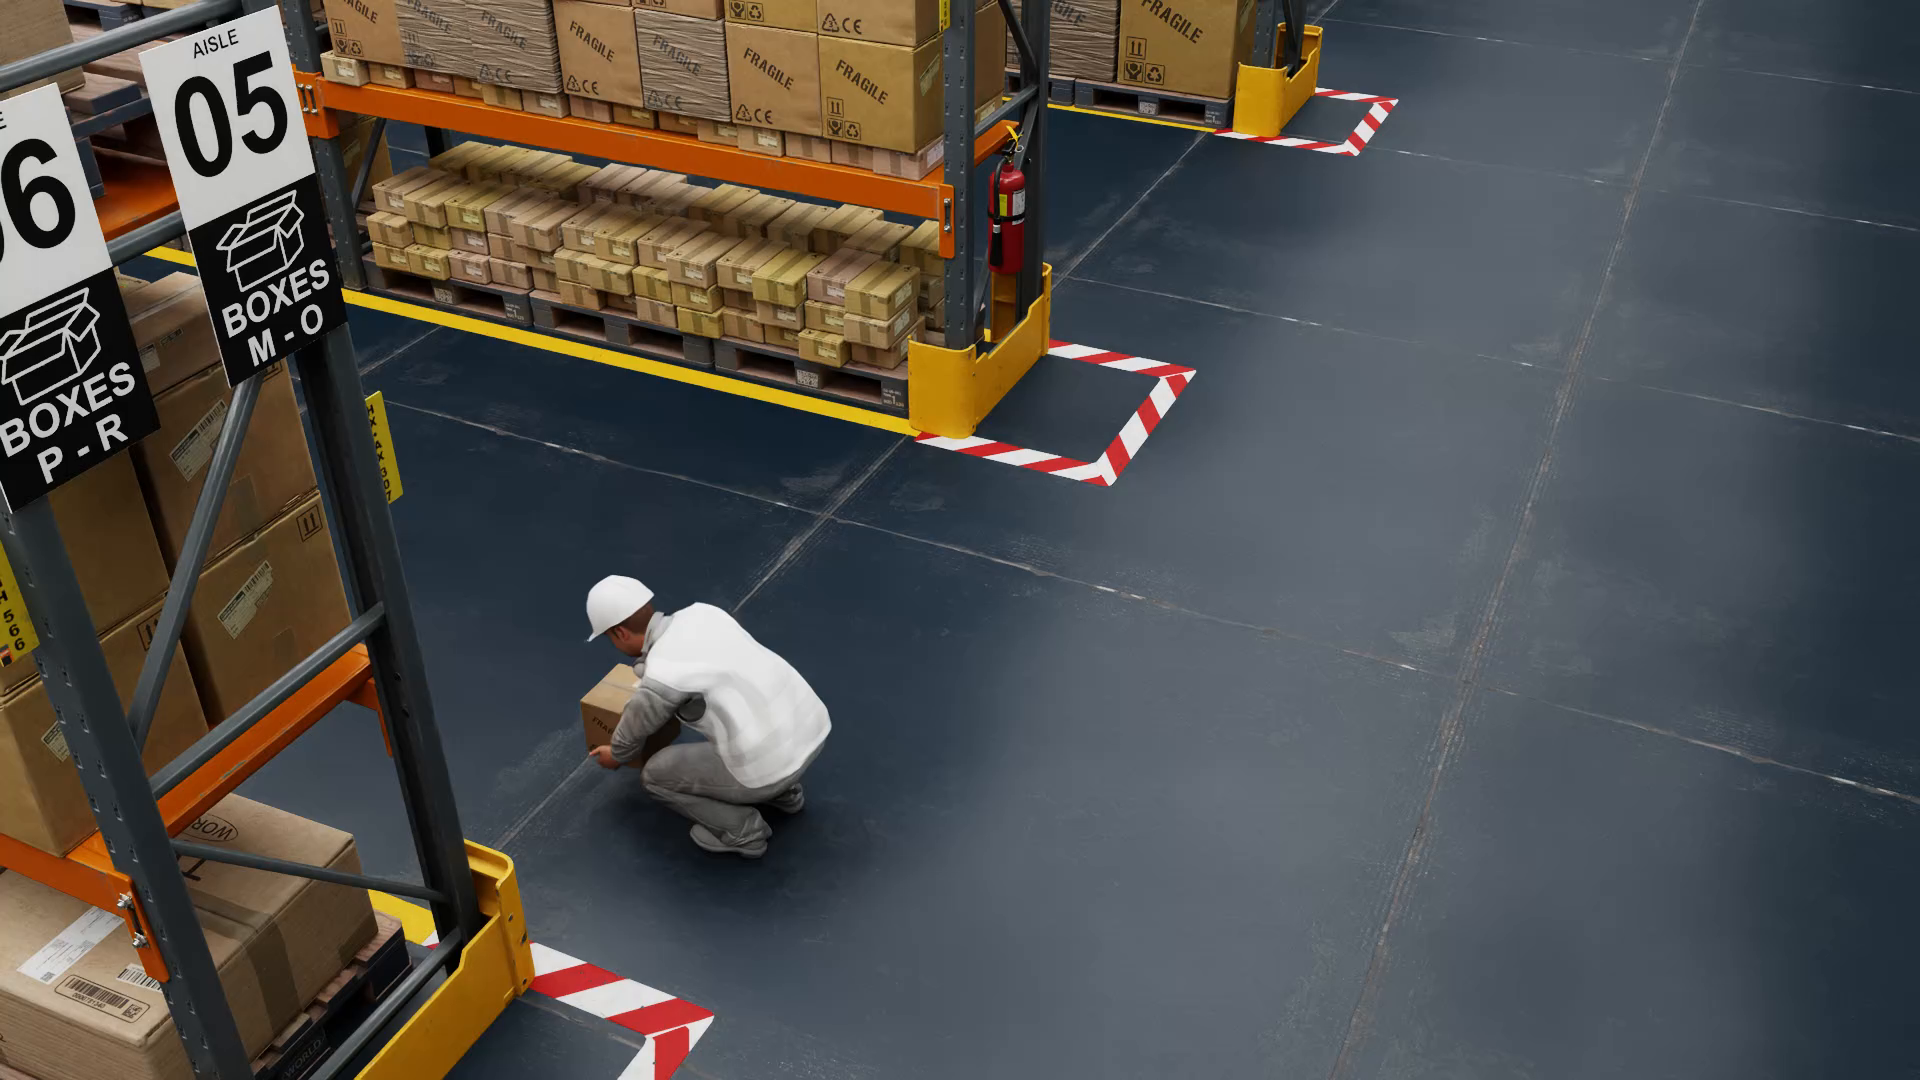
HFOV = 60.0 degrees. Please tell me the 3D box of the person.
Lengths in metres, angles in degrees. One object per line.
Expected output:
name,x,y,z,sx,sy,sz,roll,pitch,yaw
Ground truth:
person,-0.908,0.596,5.920,0.871,1.007,0.535,14,36,21
